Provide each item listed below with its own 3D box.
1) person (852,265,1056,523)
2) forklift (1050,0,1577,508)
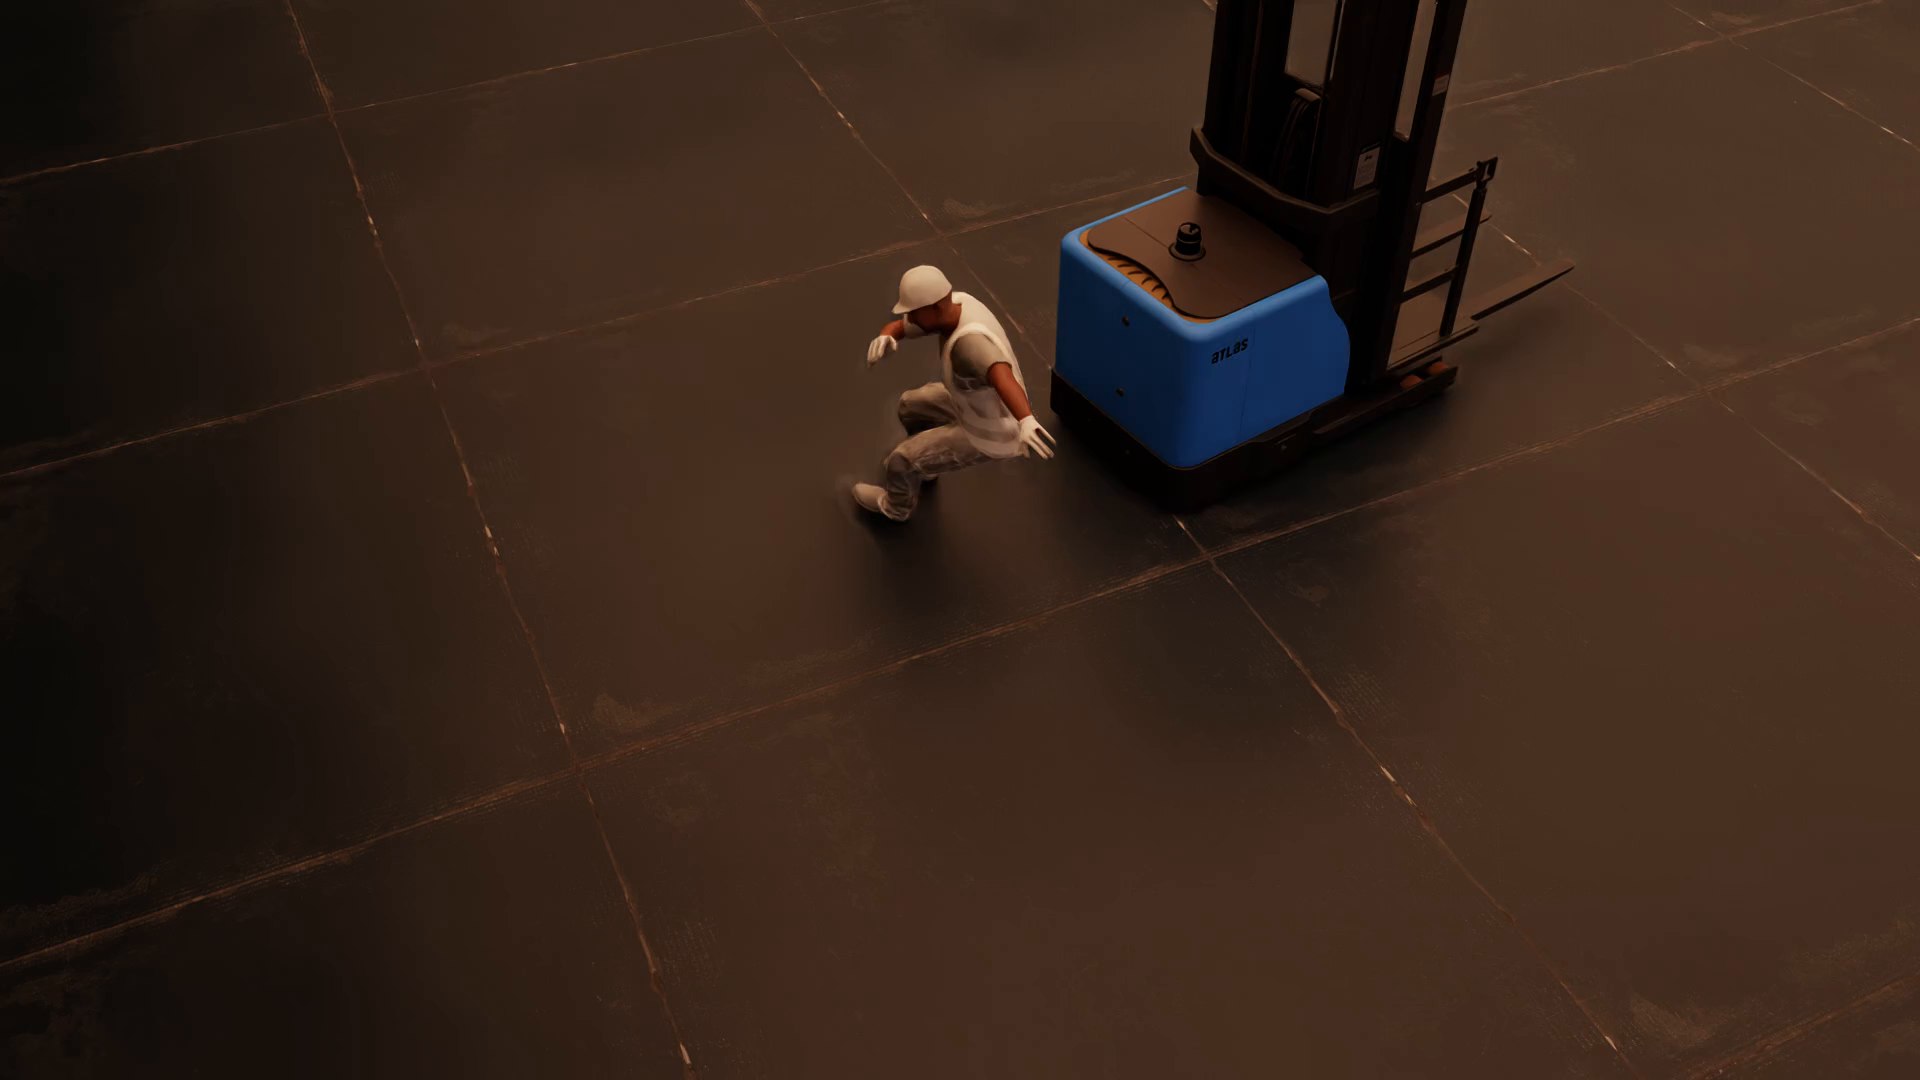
[{"bbox_3d":[-0.074,-0.469,7.308,0.859,1.449,1.336,-2,43,-2],"label":"person"},{"bbox_3d":[1.958,-2.026,7.851,3.031,2.935,1.130,-26,49,-25],"label":"forklift"}]
